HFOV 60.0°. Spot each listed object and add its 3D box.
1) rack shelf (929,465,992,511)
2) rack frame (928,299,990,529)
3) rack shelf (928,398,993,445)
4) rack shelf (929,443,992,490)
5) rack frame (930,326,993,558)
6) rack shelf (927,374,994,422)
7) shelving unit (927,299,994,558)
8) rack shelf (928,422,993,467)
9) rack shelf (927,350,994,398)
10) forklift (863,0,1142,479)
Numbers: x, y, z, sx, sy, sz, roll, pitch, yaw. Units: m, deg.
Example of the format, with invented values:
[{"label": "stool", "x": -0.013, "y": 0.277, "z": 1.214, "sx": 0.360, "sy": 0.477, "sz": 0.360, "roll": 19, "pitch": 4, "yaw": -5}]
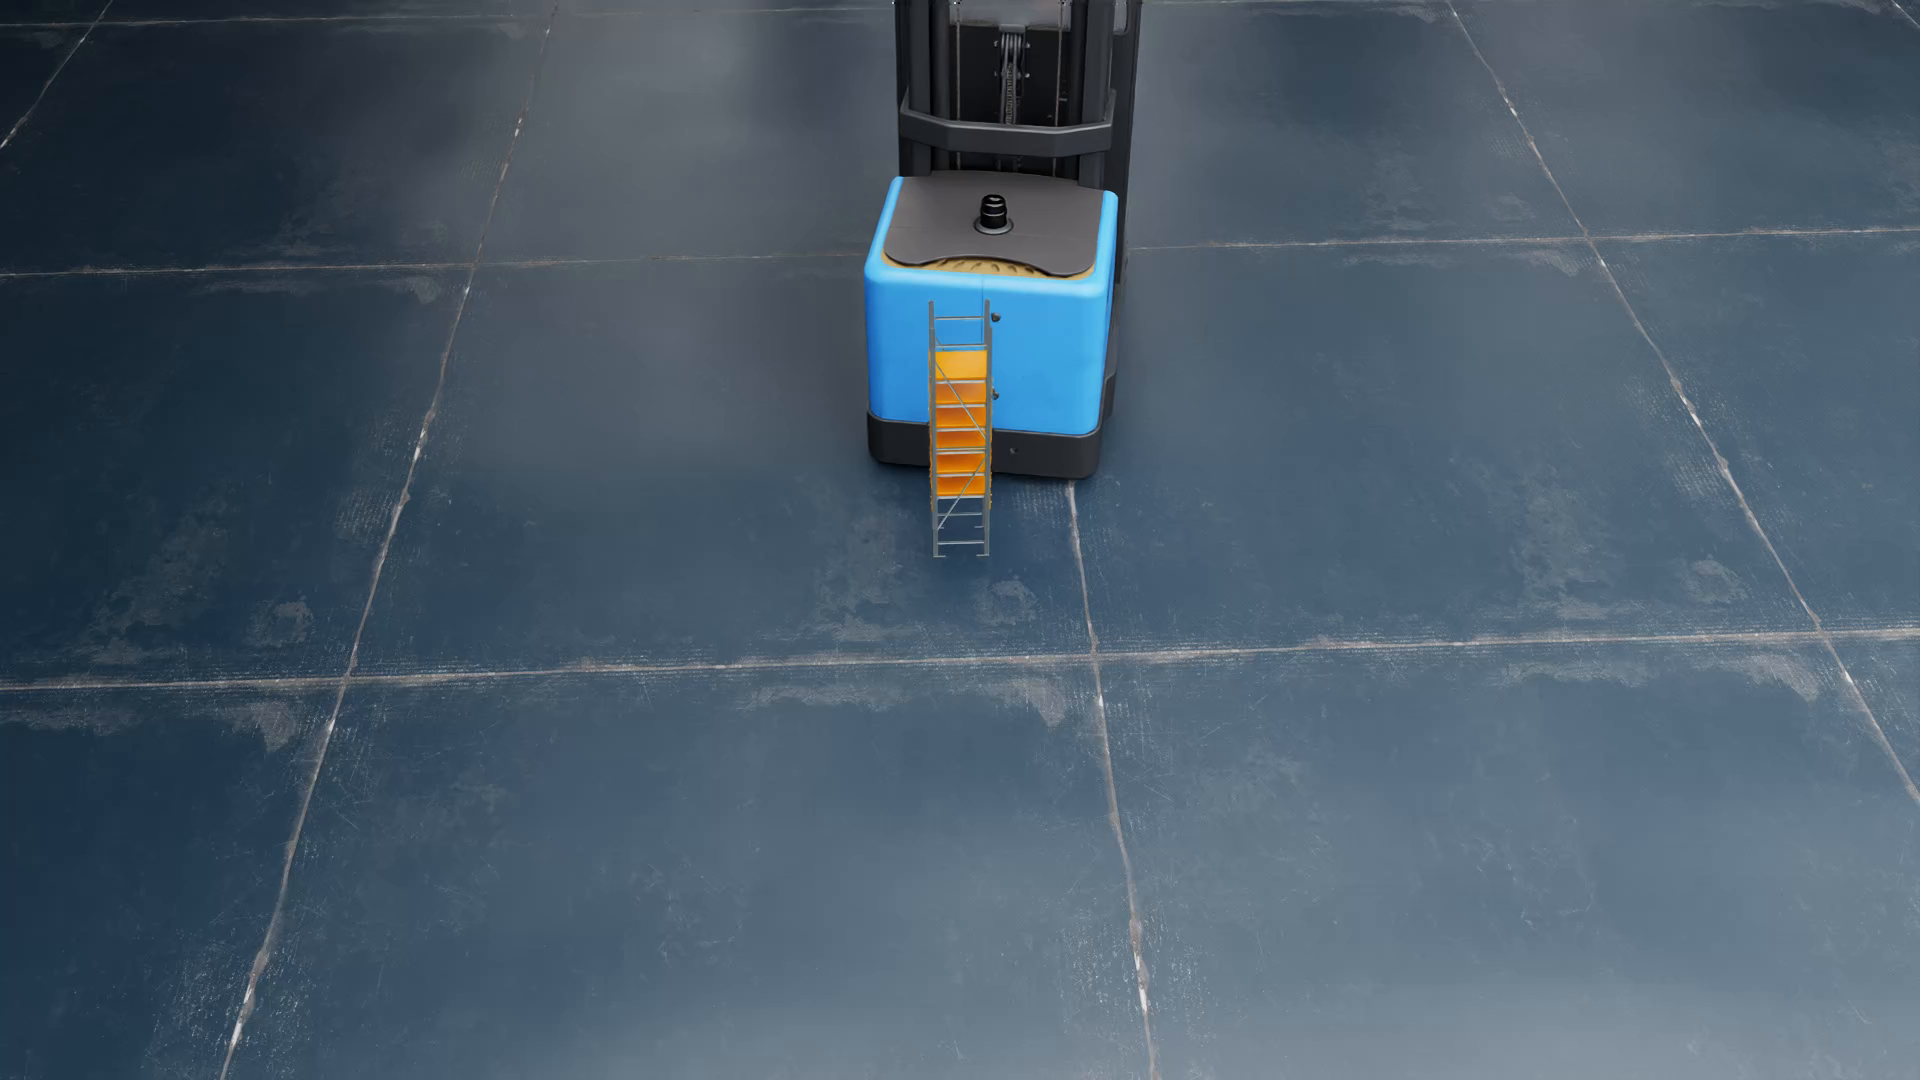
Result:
[{"label": "rack shelf", "x": 0.001, "y": -0.223, "z": 7.026, "sx": 0.258, "sy": 0.103, "sz": 0.180, "roll": -2, "pitch": 43, "yaw": -2}, {"label": "rack frame", "x": -0.003, "y": -0.494, "z": 6.901, "sx": 0.240, "sy": 1.200, "sz": 0.006, "roll": -2, "pitch": 43, "yaw": -2}, {"label": "rack shelf", "x": 0.001, "y": -0.488, "z": 6.783, "sx": 0.258, "sy": 0.103, "sz": 0.180, "roll": -2, "pitch": 43, "yaw": -2}, {"label": "rack shelf", "x": 0.001, "y": -0.311, "z": 6.945, "sx": 0.258, "sy": 0.103, "sz": 0.180, "roll": -2, "pitch": 43, "yaw": -2}, {"label": "rack frame", "x": 0.005, "y": -0.371, "z": 6.767, "sx": 0.240, "sy": 1.200, "sz": 0.006, "roll": -2, "pitch": 43, "yaw": -2}, {"label": "rack shelf", "x": 0.001, "y": -0.577, "z": 6.702, "sx": 0.258, "sy": 0.103, "sz": 0.180, "roll": -2, "pitch": 43, "yaw": -2}, {"label": "shelving unit", "x": 0.001, "y": -0.433, "z": 6.834, "sx": 0.258, "sy": 1.200, "sz": 0.189, "roll": -2, "pitch": 43, "yaw": -2}, {"label": "rack shelf", "x": 0.001, "y": -0.400, "z": 6.864, "sx": 0.258, "sy": 0.103, "sz": 0.180, "roll": -2, "pitch": 43, "yaw": -2}, {"label": "rack shelf", "x": 0.001, "y": -0.665, "z": 6.621, "sx": 0.258, "sy": 0.103, "sz": 0.180, "roll": -2, "pitch": 43, "yaw": -2}, {"label": "forklift", "x": 0.288, "y": -2.353, "z": 7.648, "sx": 1.130, "sy": 2.935, "sz": 3.031, "roll": 5, "pitch": 43, "yaw": 6}]
